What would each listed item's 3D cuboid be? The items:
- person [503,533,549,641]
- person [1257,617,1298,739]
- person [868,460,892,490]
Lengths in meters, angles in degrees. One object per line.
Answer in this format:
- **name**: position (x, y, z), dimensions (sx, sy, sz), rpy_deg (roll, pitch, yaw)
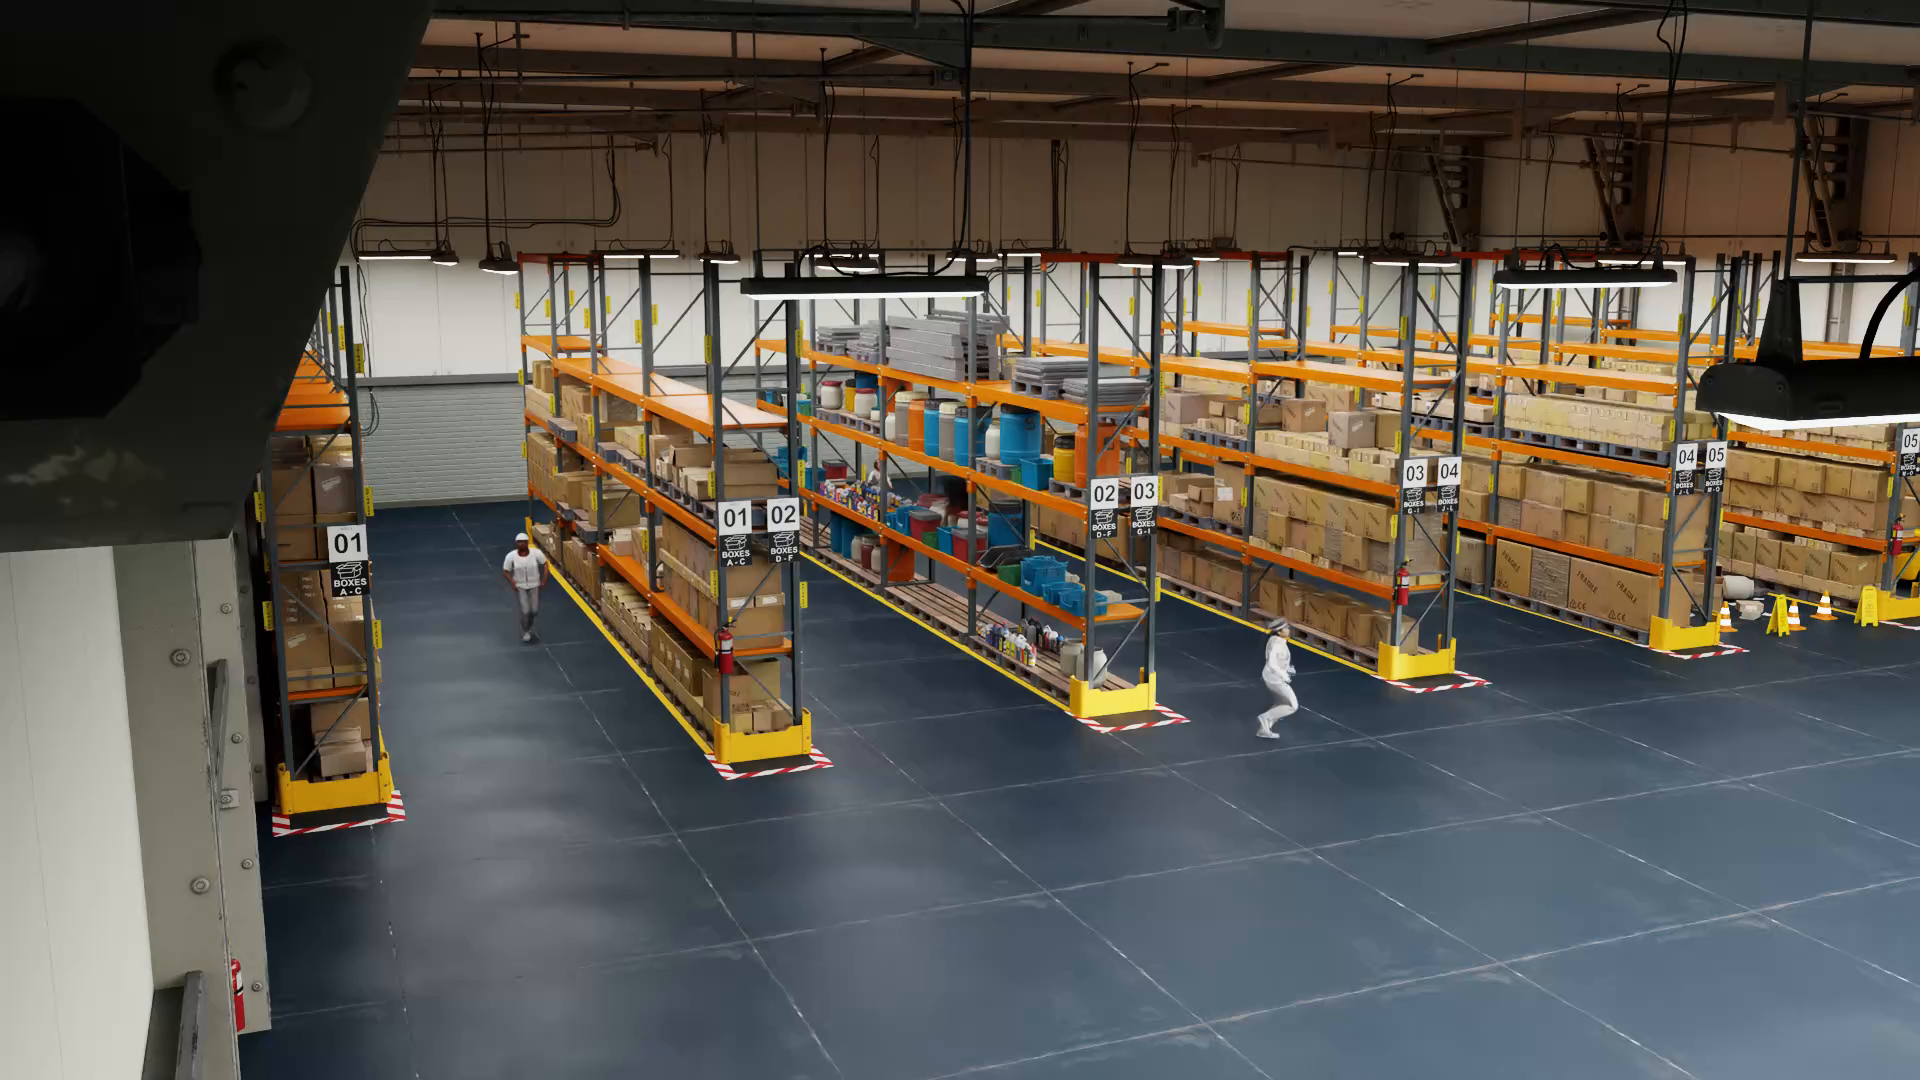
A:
- **person**: position (-6.855, 0.728, 26.300), dimensions (0.713, 1.730, 0.661), rpy_deg (-3, 11, -18)
- **person**: position (4.048, 1.756, 21.032), dimensions (0.476, 1.622, 0.613), rpy_deg (0, 10, -2)
- **person**: position (-1.763, -0.984, 36.251), dimensions (0.570, 1.548, 0.601), rpy_deg (-7, 12, -32)
